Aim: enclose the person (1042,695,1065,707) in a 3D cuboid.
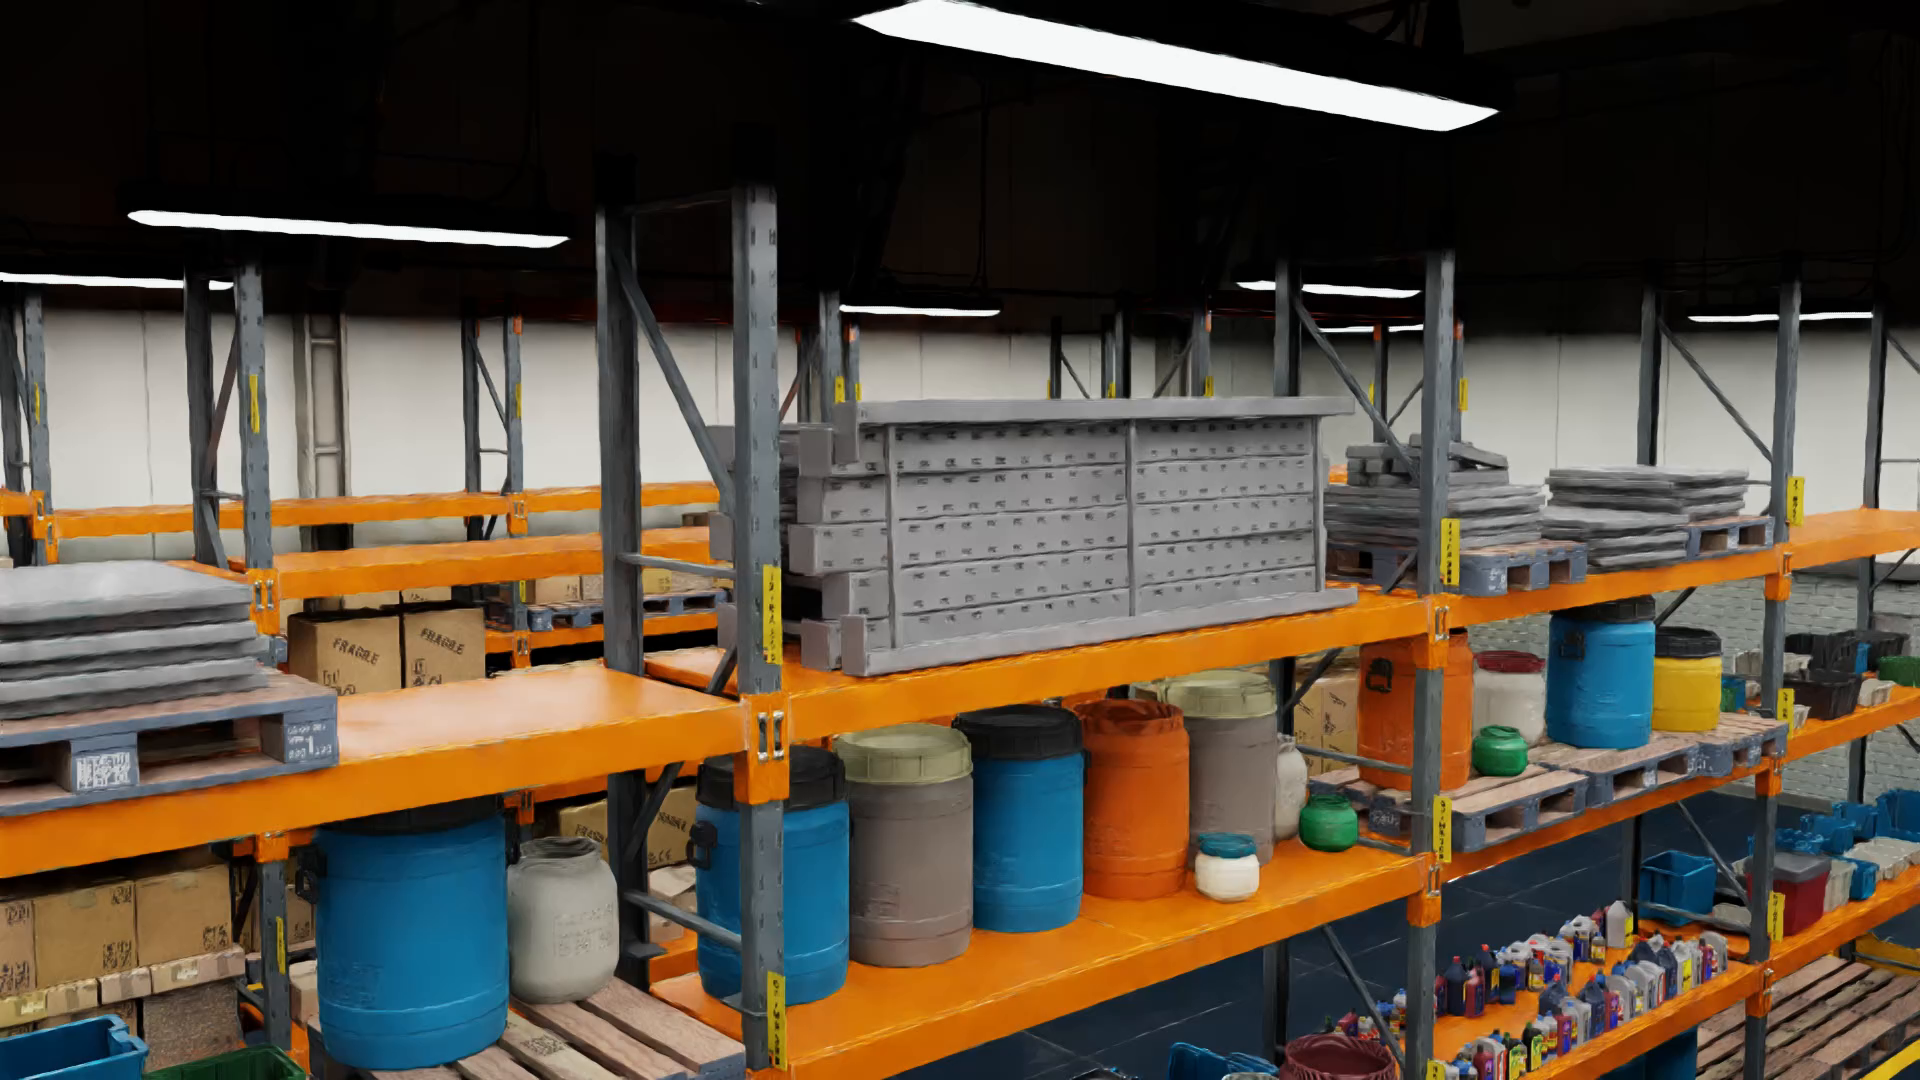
[{"bbox_3d":[1.100,2.526,19.289,1.086,1.573,0.495,-4,7,-39],"label":"person"}]
